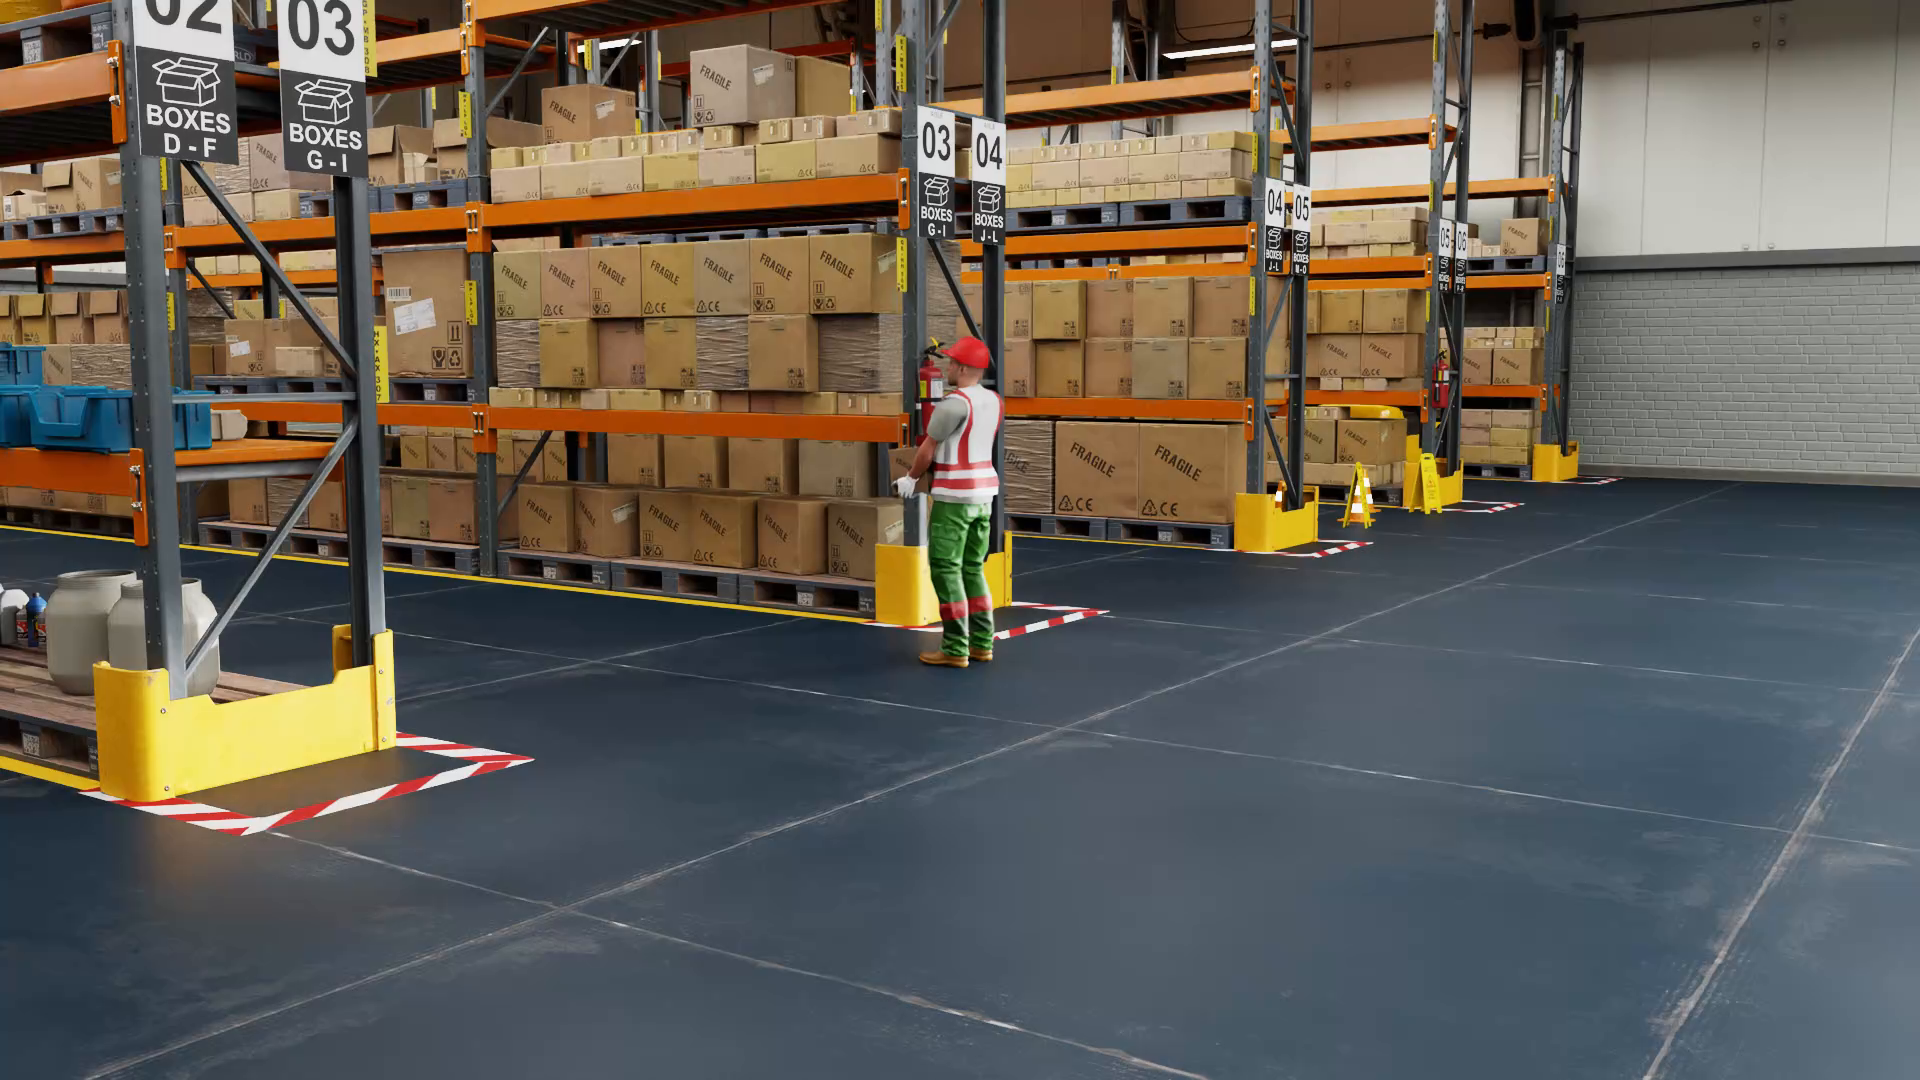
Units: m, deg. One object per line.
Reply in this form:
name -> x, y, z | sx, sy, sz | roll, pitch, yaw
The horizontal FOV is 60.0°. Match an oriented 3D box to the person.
person -> -0.079, -0.216, 9.115 | 0.567, 1.783, 0.494 | 4, 8, 35
